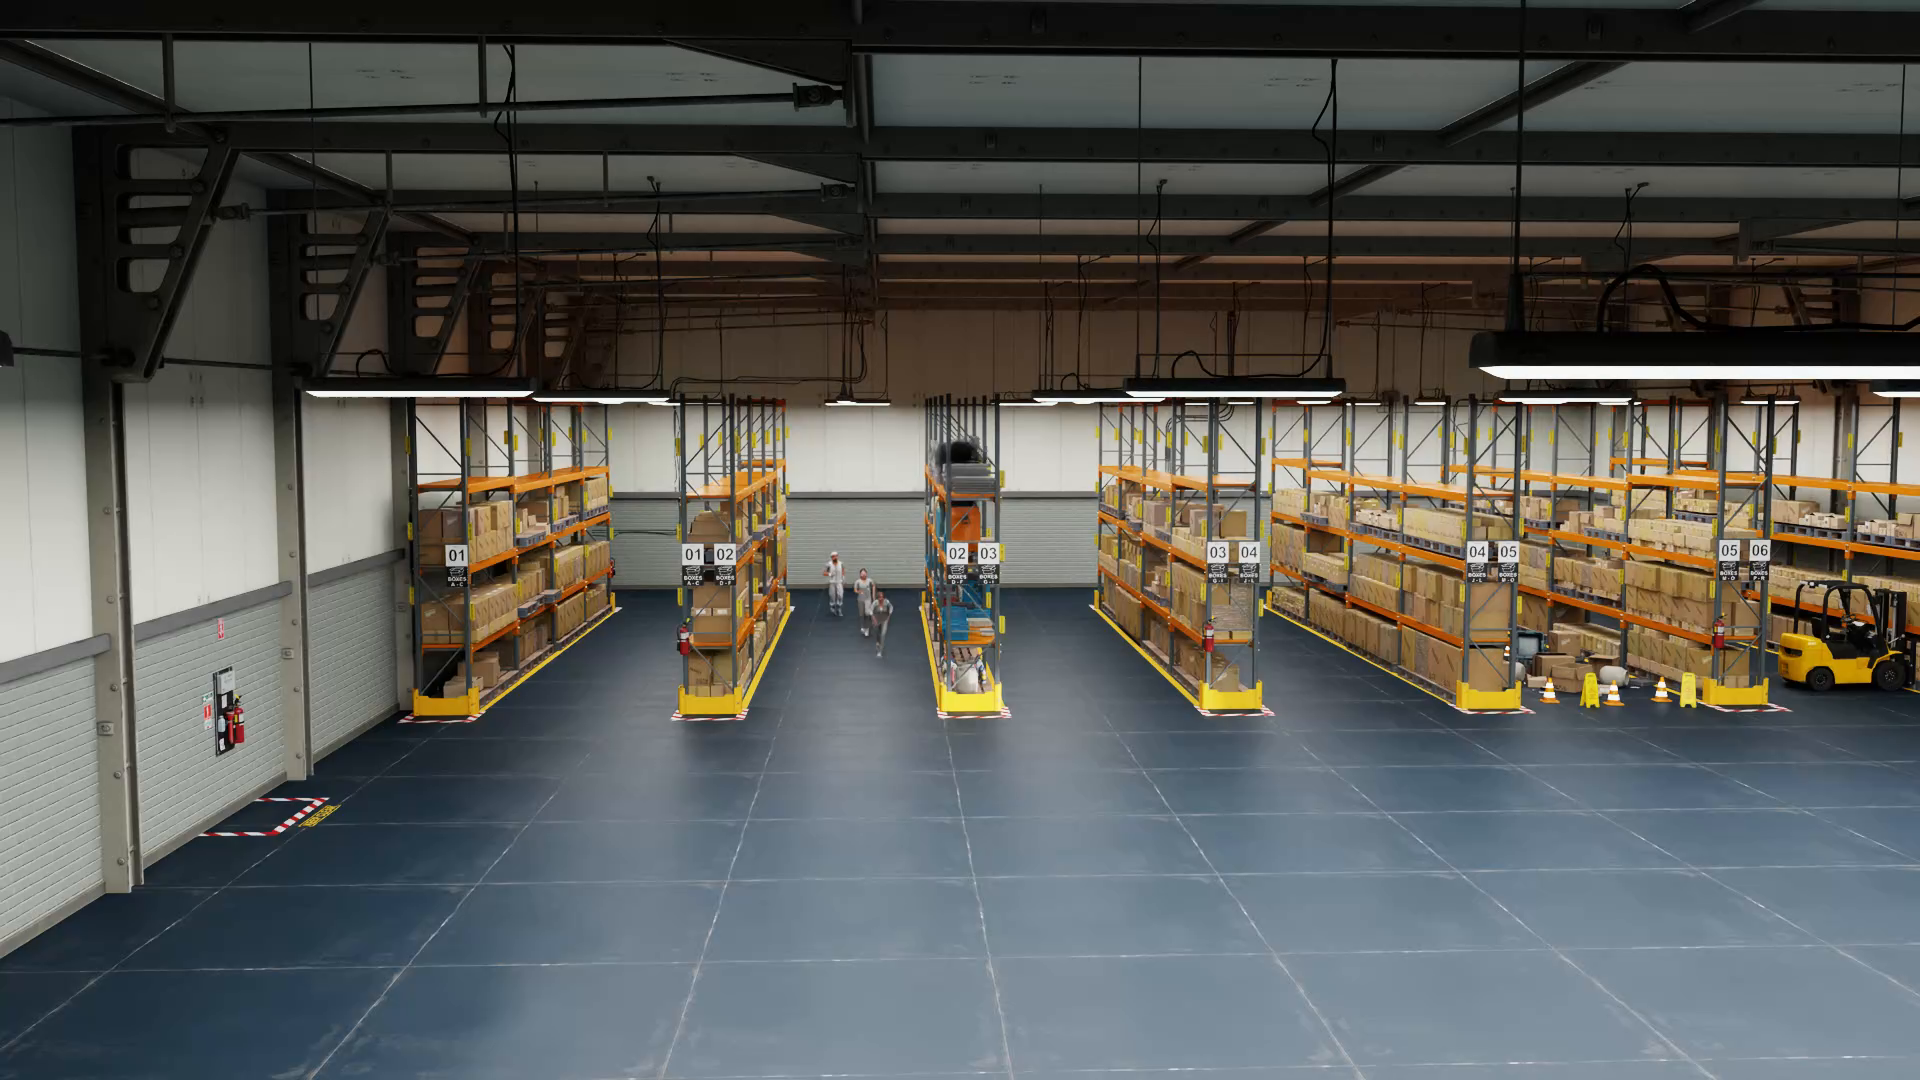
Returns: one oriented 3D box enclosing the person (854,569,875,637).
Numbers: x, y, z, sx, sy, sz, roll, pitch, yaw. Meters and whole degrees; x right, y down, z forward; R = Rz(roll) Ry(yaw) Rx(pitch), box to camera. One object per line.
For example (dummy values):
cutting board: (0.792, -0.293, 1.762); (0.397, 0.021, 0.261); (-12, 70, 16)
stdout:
person: (-2.416, 1.572, 42.017); (0.523, 1.713, 0.818); (0, 5, 0)

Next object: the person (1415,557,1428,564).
person: (13.834, 1.015, 49.468); (0.981, 1.628, 0.566); (0, 5, -2)

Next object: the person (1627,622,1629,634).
person: (16.750, 1.588, 41.374); (0.704, 1.749, 0.998); (-1, 5, -14)

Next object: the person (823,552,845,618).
person: (-3.444, 1.225, 45.708); (0.646, 1.830, 0.750); (-1, 5, -13)

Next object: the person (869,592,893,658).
person: (-1.841, 1.934, 38.542); (0.550, 1.553, 0.862); (-1, 5, -9)
